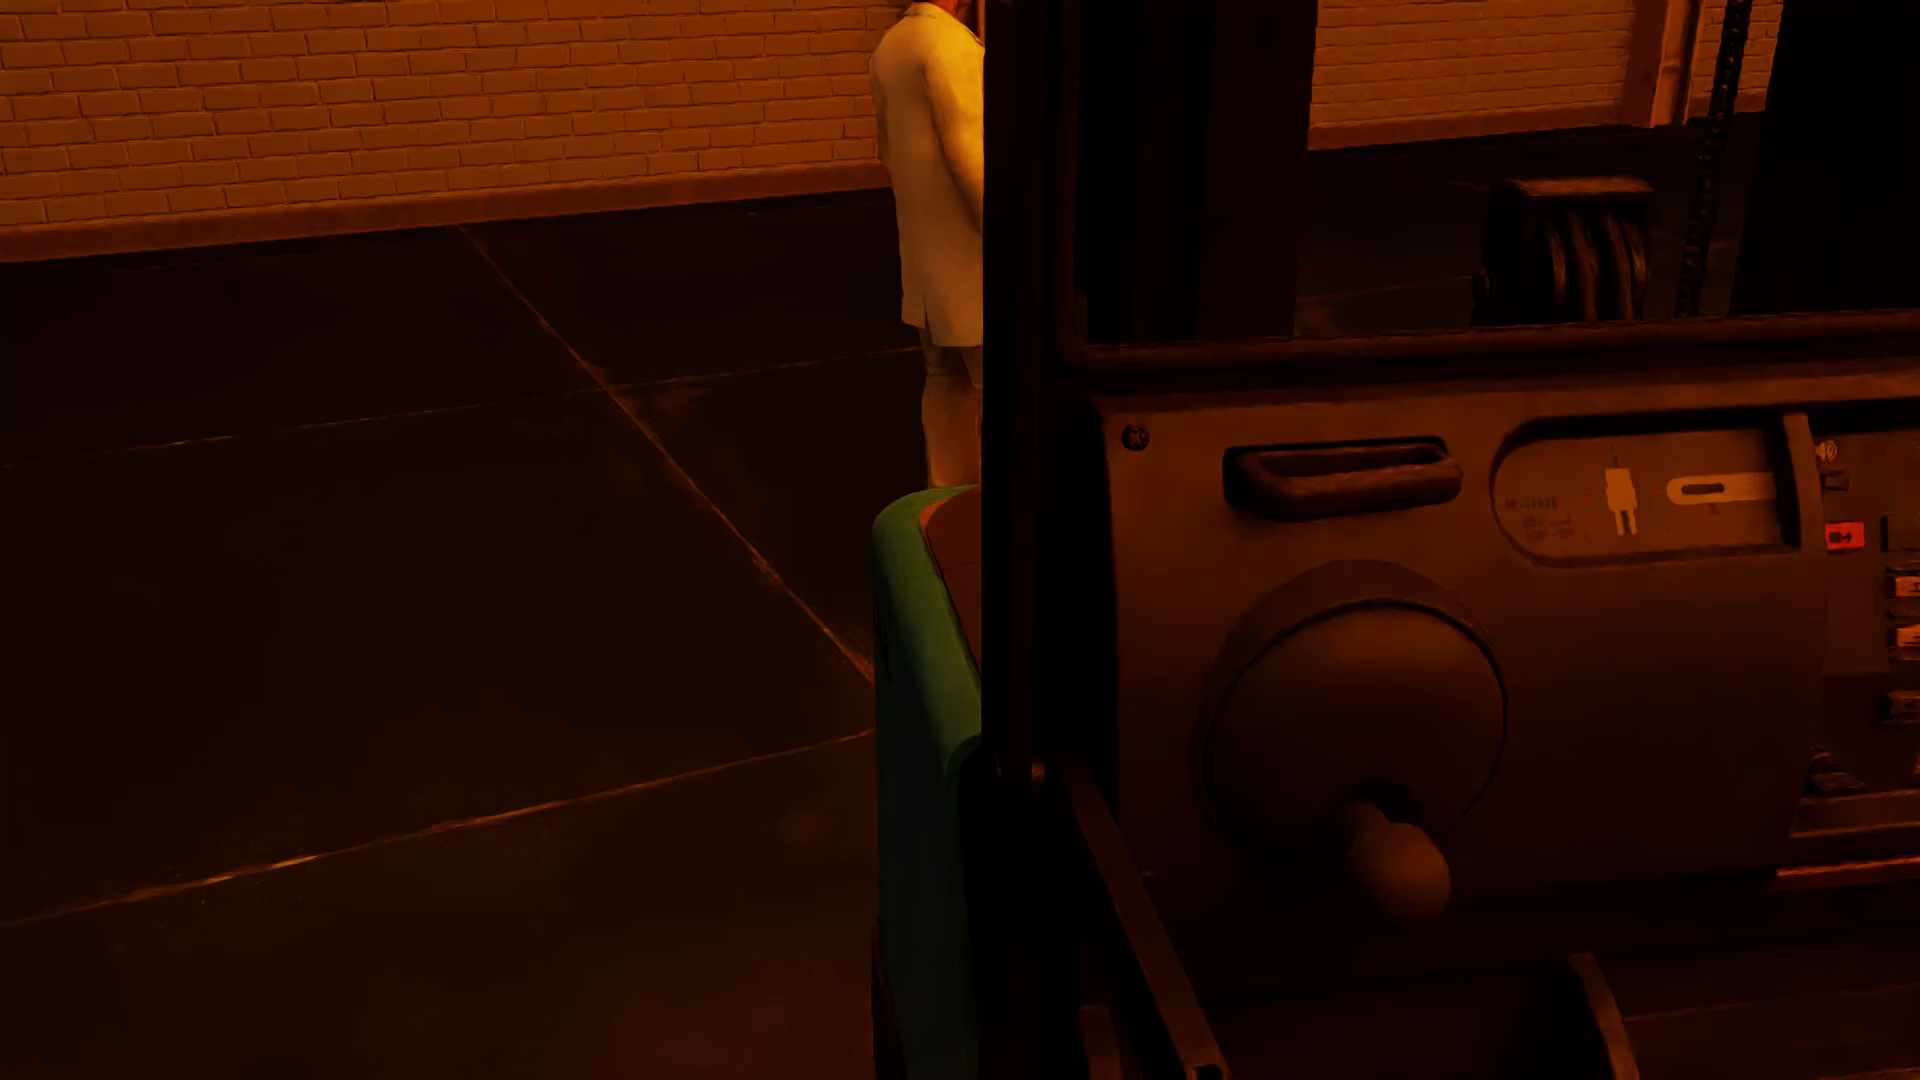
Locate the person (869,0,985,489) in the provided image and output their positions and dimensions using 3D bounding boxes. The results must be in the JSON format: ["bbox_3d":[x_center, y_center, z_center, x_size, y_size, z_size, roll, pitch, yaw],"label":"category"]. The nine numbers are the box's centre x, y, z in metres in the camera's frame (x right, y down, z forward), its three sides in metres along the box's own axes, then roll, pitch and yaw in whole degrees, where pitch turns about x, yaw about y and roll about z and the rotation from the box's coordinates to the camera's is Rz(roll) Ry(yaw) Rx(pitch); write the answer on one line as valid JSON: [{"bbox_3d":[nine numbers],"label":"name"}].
[{"bbox_3d":[0.084,-0.841,4.795,0.579,1.776,0.694,-10,25,-23],"label":"person"}]

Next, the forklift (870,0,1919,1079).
[{"bbox_3d":[0.600,0.087,1.077,1.130,2.935,3.031,-4,23,-9],"label":"forklift"}]
